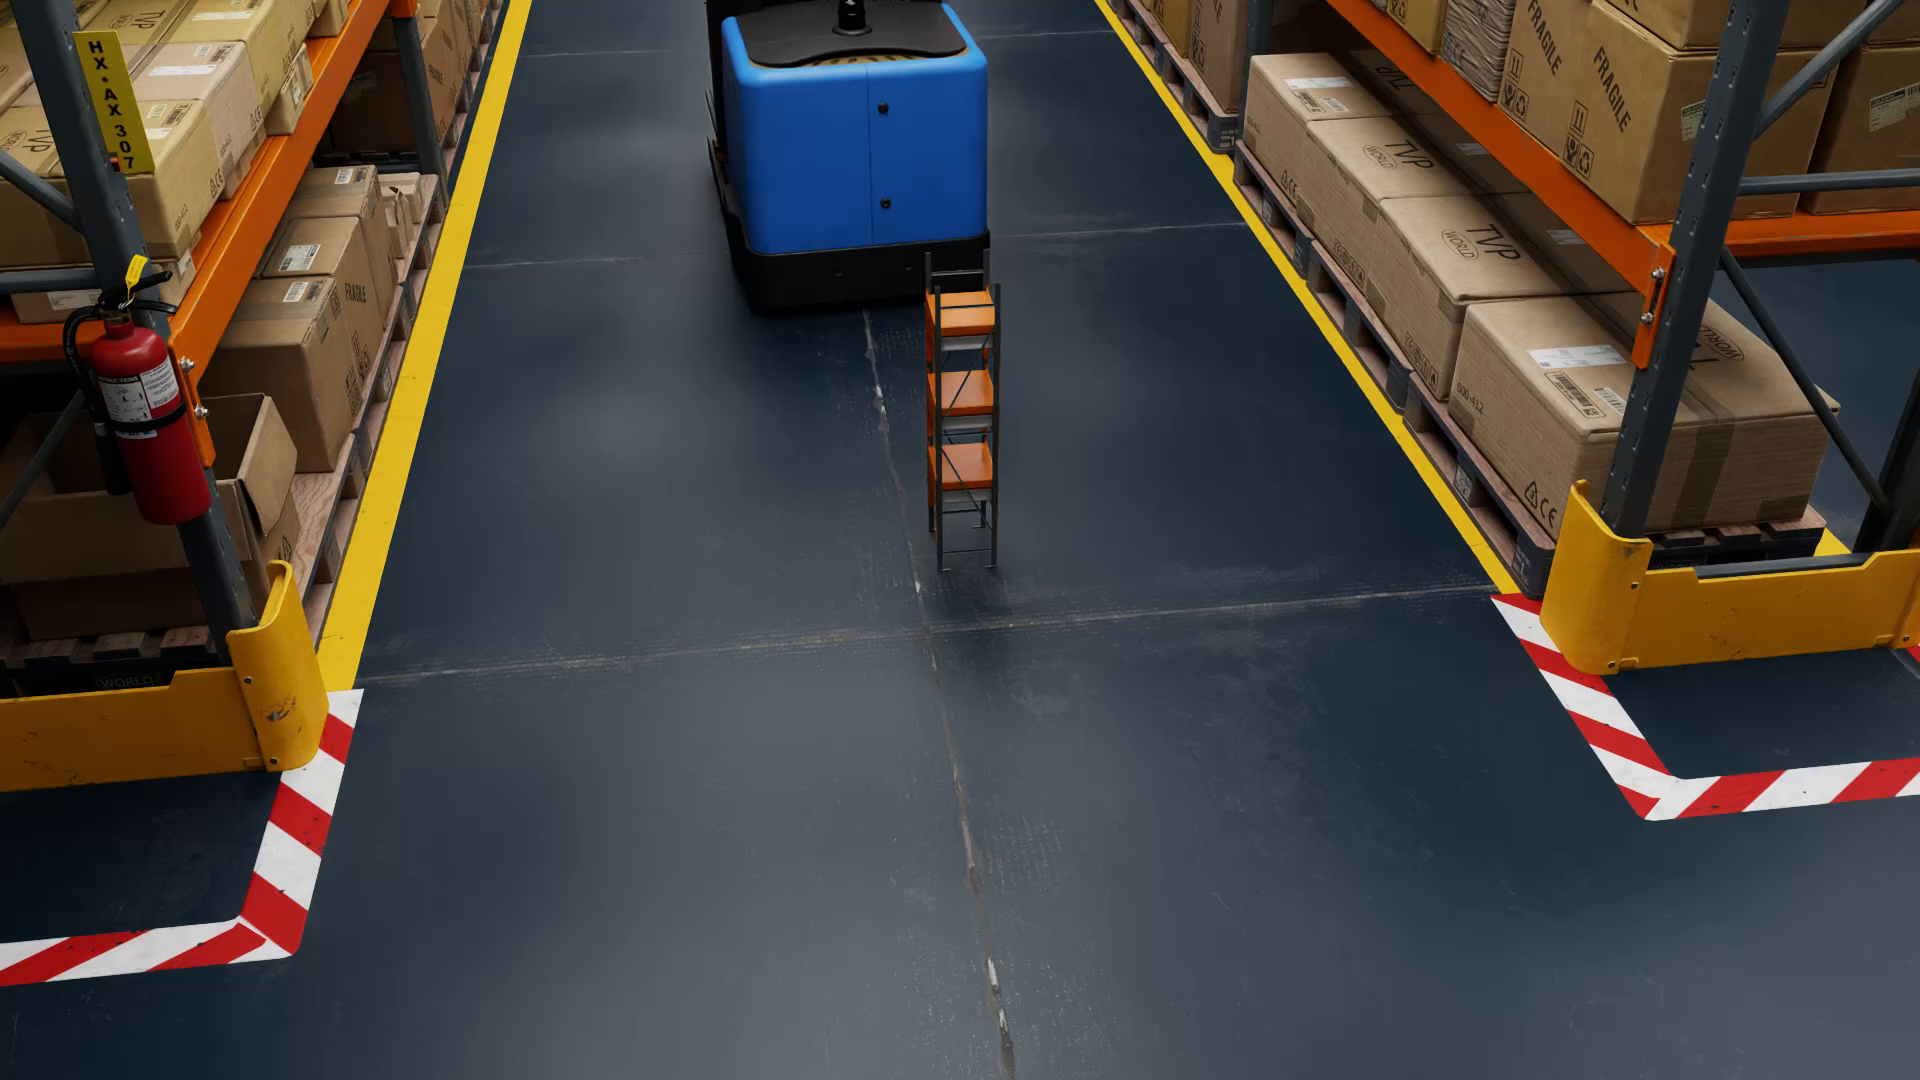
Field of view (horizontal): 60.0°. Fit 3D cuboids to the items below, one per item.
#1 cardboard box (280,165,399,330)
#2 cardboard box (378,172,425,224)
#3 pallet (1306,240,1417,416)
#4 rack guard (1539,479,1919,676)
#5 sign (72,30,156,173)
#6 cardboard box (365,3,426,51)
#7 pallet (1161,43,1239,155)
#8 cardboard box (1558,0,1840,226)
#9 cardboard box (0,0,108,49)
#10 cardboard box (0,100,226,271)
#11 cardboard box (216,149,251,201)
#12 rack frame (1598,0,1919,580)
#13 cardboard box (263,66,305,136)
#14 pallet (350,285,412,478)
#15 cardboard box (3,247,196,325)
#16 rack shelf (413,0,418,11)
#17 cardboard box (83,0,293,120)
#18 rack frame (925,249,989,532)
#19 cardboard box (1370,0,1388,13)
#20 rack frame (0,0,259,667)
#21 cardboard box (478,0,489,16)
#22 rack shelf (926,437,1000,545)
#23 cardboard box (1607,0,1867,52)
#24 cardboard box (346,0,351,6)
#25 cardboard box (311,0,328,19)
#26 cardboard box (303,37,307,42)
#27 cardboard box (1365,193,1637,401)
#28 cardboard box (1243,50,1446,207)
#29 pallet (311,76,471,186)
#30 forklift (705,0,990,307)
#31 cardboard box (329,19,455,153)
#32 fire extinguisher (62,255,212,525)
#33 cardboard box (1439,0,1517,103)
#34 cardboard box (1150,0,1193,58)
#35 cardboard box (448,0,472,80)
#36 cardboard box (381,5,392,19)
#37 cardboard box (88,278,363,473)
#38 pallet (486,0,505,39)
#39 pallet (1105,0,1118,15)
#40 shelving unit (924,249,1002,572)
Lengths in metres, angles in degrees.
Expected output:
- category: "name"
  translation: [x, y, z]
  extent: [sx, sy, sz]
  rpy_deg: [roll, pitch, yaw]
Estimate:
- category: "cardboard box"
  translation: [-2.661, -1.140, 6.606]
  extent: [0.700, 0.500, 0.500]
  rpy_deg: [-6, 35, -8]
- category: "cardboard box"
  translation: [-2.629, -1.531, 7.491]
  extent: [0.380, 0.149, 0.250]
  rpy_deg: [-5, 35, -8]
- category: "pallet"
  translation: [2.115, -0.937, 6.937]
  extent: [1.003, 0.211, 1.213]
  rpy_deg: [-4, 35, -6]
- category: "rack guard"
  translation: [2.464, 0.077, 5.194]
  extent: [1.175, 0.500, 0.348]
  rpy_deg: [-4, 35, -6]
- category: "sign"
  translation: [-1.919, -0.991, 3.771]
  extent: [0.100, 0.325, 0.005]
  rpy_deg: [-4, 35, -6]
- category: "cardboard box"
  translation: [-2.780, -2.453, 7.956]
  extent: [0.380, 0.149, 0.250]
  rpy_deg: [-3, 34, -4]
- category: "pallet"
  translation: [1.745, -2.474, 9.193]
  extent: [1.003, 0.211, 1.213]
  rpy_deg: [-4, 35, -6]
- category: "cardboard box"
  translation: [2.134, -1.260, 4.847]
  extent: [0.500, 0.500, 0.500]
  rpy_deg: [-4, 34, -6]
- category: "cardboard box"
  translation: [-2.912, -1.454, 5.089]
  extent: [0.500, 0.250, 0.500]
  rpy_deg: [-3, 34, -5]
- category: "cardboard box"
  translation: [-2.251, -0.926, 4.315]
  extent: [0.500, 0.250, 0.500]
  rpy_deg: [-4, 34, -6]
- category: "cardboard box"
  translation: [-2.353, -1.120, 4.953]
  extent: [0.380, 0.149, 0.250]
  rpy_deg: [-3, 34, -5]
- category: "rack frame"
  translation: [2.461, -0.970, 4.509]
  extent: [1.000, 3.000, 0.127]
  rpy_deg: [-4, 35, -6]
- category: "cardboard box"
  translation: [-2.353, -1.415, 5.385]
  extent: [0.380, 0.149, 0.250]
  rpy_deg: [-5, 35, -8]
- category: "pallet"
  translation: [-2.736, -0.606, 6.452]
  extent: [1.003, 0.211, 1.213]
  rpy_deg: [-4, 35, -6]
- category: "cardboard box"
  translation: [-2.229, -0.692, 4.325]
  extent: [0.380, 0.149, 0.250]
  rpy_deg: [-5, 35, -7]
- category: "rack shelf"
  translation: [-3.264, -3.643, 9.070]
  extent: [1.077, 0.370, 4.000]
  rpy_deg: [-4, 35, -6]
- category: "cardboard box"
  translation: [-2.391, -1.490, 5.142]
  extent: [0.500, 0.250, 0.500]
  rpy_deg: [-5, 35, -7]
- category: "rack frame"
  translation: [-0.009, -0.472, 5.510]
  extent: [0.200, 1.050, 0.008]
  rpy_deg: [-4, 35, -6]
- category: "cardboard box"
  translation: [1.851, -2.402, 6.523]
  extent: [0.500, 0.500, 0.500]
  rpy_deg: [-4, 34, -6]
- category: "rack frame"
  translation: [-2.457, -0.592, 3.955]
  extent: [1.000, 3.000, 0.127]
  rpy_deg: [-4, 35, -6]
- category: "cardboard box"
  translation: [-3.133, -3.405, 9.929]
  extent: [0.500, 0.500, 0.500]
  rpy_deg: [-3, 34, -4]
- category: "rack shelf"
  translation: [0.007, -0.166, 5.573]
  extent: [0.215, 0.259, 0.240]
  rpy_deg: [-4, 35, -6]
- category: "cardboard box"
  translation: [2.160, -1.675, 4.568]
  extent: [0.500, 0.500, 0.500]
  rpy_deg: [-3, 34, -5]
- category: "cardboard box"
  translation: [-2.578, -2.126, 6.429]
  extent: [0.380, 0.149, 0.250]
  rpy_deg: [-4, 34, -5]
- category: "cardboard box"
  translation: [-2.549, -2.061, 5.980]
  extent: [0.500, 0.250, 0.500]
  rpy_deg: [-5, 35, -7]
- category: "cardboard box"
  translation: [-2.592, -1.833, 5.999]
  extent: [0.380, 0.149, 0.250]
  rpy_deg: [-4, 34, -6]
- category: "cardboard box"
  translation: [2.142, -0.955, 6.390]
  extent: [0.875, 0.438, 0.875]
  rpy_deg: [-3, 34, -5]
- category: "cardboard box"
  translation: [1.901, -1.958, 7.862]
  extent: [0.875, 0.438, 0.875]
  rpy_deg: [-5, 35, -7]
- category: "pallet"
  translation: [-3.142, -2.122, 8.677]
  extent: [1.003, 0.211, 1.213]
  rpy_deg: [-4, 35, -6]
- category: "forklift"
  translation: [-0.675, -3.025, 7.587]
  extent: [1.130, 2.935, 3.031]
  rpy_deg: [-7, 35, -10]
- category: "cardboard box"
  translation: [-2.837, -2.251, 8.237]
  extent: [0.500, 0.500, 0.500]
  rpy_deg: [-3, 34, -4]
- category: "fire extinguisher"
  translation: [-1.979, -0.359, 4.012]
  extent: [0.296, 0.674, 0.183]
  rpy_deg: [-4, 35, -6]
- category: "cardboard box"
  translation: [2.002, -1.828, 5.679]
  extent: [0.500, 0.500, 0.500]
  rpy_deg: [-3, 34, -5]
- category: "cardboard box"
  translation: [1.631, -3.341, 9.502]
  extent: [0.875, 0.875, 0.875]
  rpy_deg: [-3, 34, -5]
- category: "cardboard box"
  translation: [-2.981, -2.827, 9.081]
  extent: [0.500, 0.500, 0.500]
  rpy_deg: [-5, 35, -8]
- category: "cardboard box"
  translation: [-2.840, -2.571, 7.866]
  extent: [0.380, 0.149, 0.250]
  rpy_deg: [-5, 35, -7]
- category: "cardboard box"
  translation: [-2.522, -0.561, 5.756]
  extent: [0.700, 0.500, 0.500]
  rpy_deg: [-3, 34, -4]
- category: "pallet"
  translation: [-3.470, -3.484, 10.675]
  extent: [1.003, 0.211, 1.213]
  rpy_deg: [-4, 35, -6]
- category: "pallet"
  translation: [1.416, -3.836, 11.191]
  extent: [1.003, 0.211, 1.213]
  rpy_deg: [-4, 35, -6]
- category: "shelving unit"
  translation: [0.007, -0.404, 5.411]
  extent: [0.215, 1.050, 0.252]
  rpy_deg: [-4, 35, -6]
